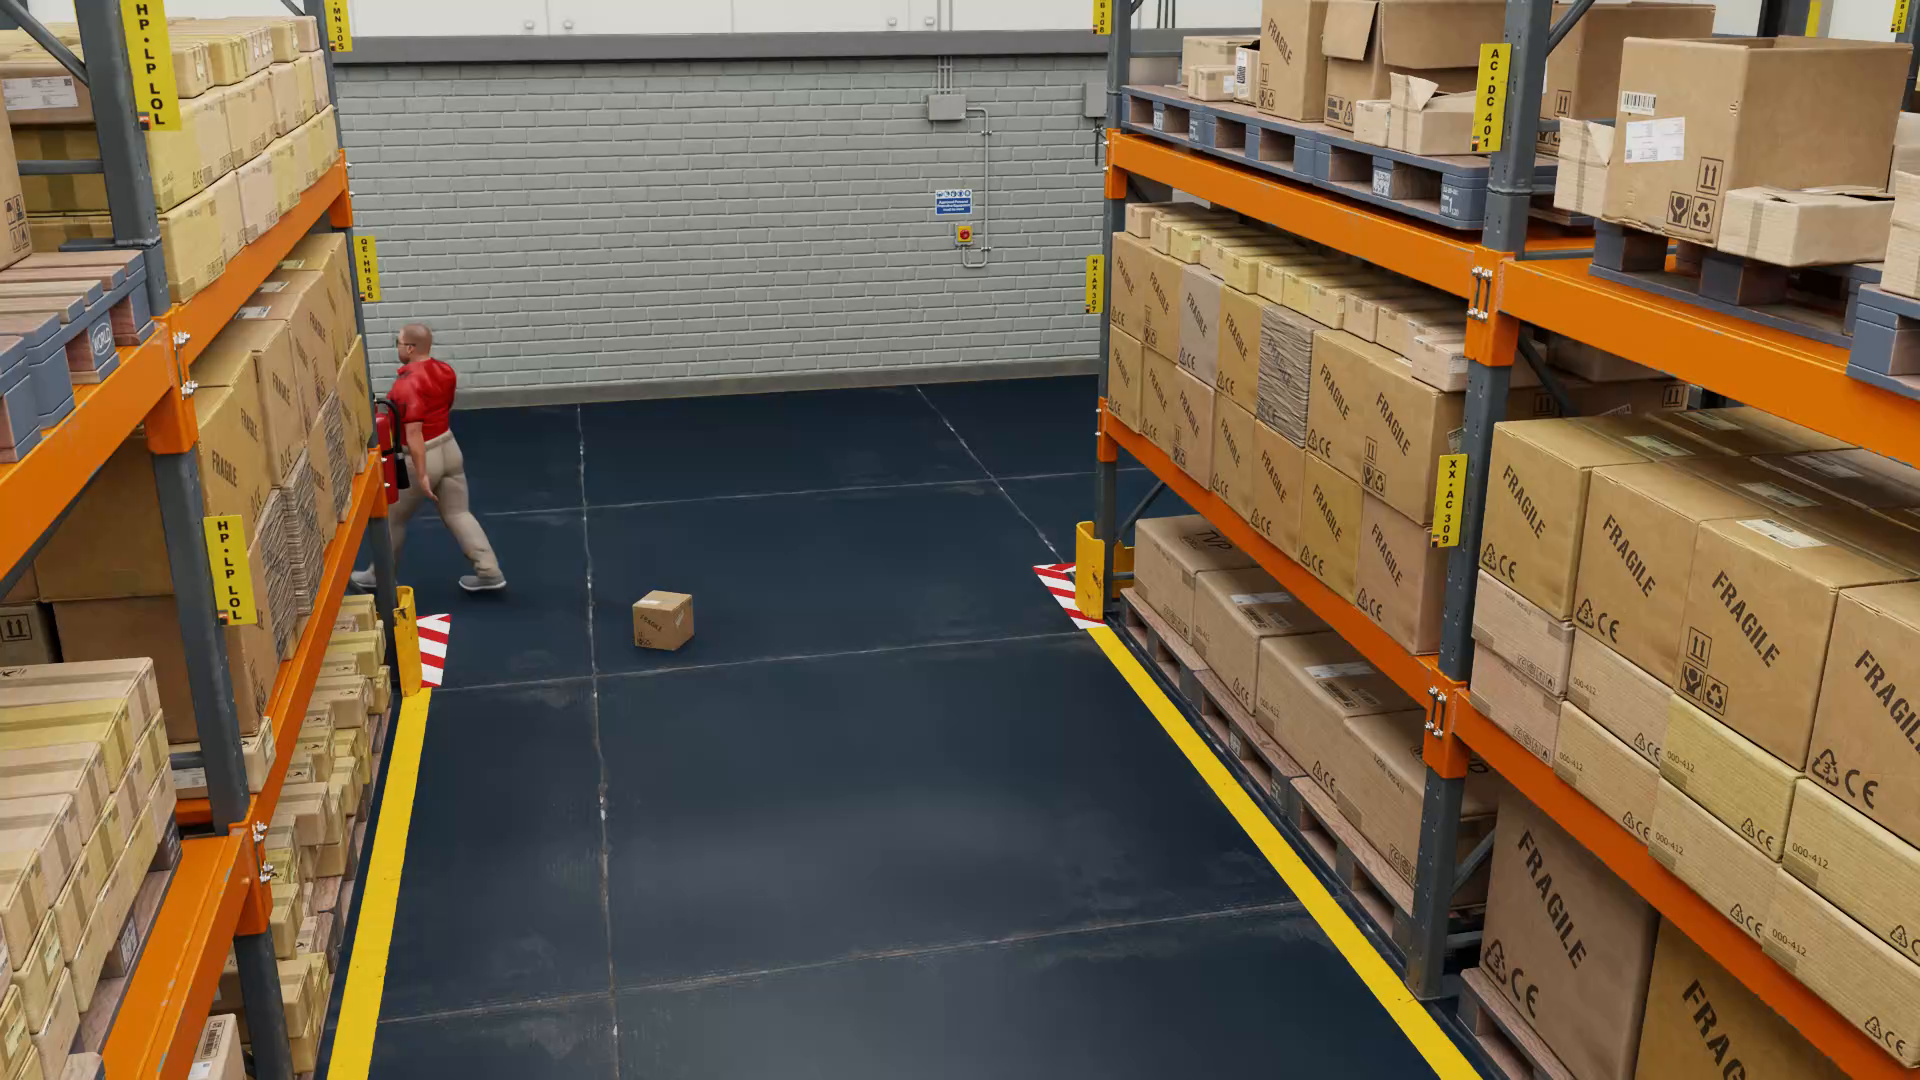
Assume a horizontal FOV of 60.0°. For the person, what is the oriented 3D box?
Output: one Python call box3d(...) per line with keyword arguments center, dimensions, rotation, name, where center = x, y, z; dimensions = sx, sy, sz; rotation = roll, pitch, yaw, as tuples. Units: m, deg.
box3d(center=(-3.281, -0.493, 9.979), dimensions=(1.013, 1.661, 0.555), rotation=(9, 21, 23), name="person")
